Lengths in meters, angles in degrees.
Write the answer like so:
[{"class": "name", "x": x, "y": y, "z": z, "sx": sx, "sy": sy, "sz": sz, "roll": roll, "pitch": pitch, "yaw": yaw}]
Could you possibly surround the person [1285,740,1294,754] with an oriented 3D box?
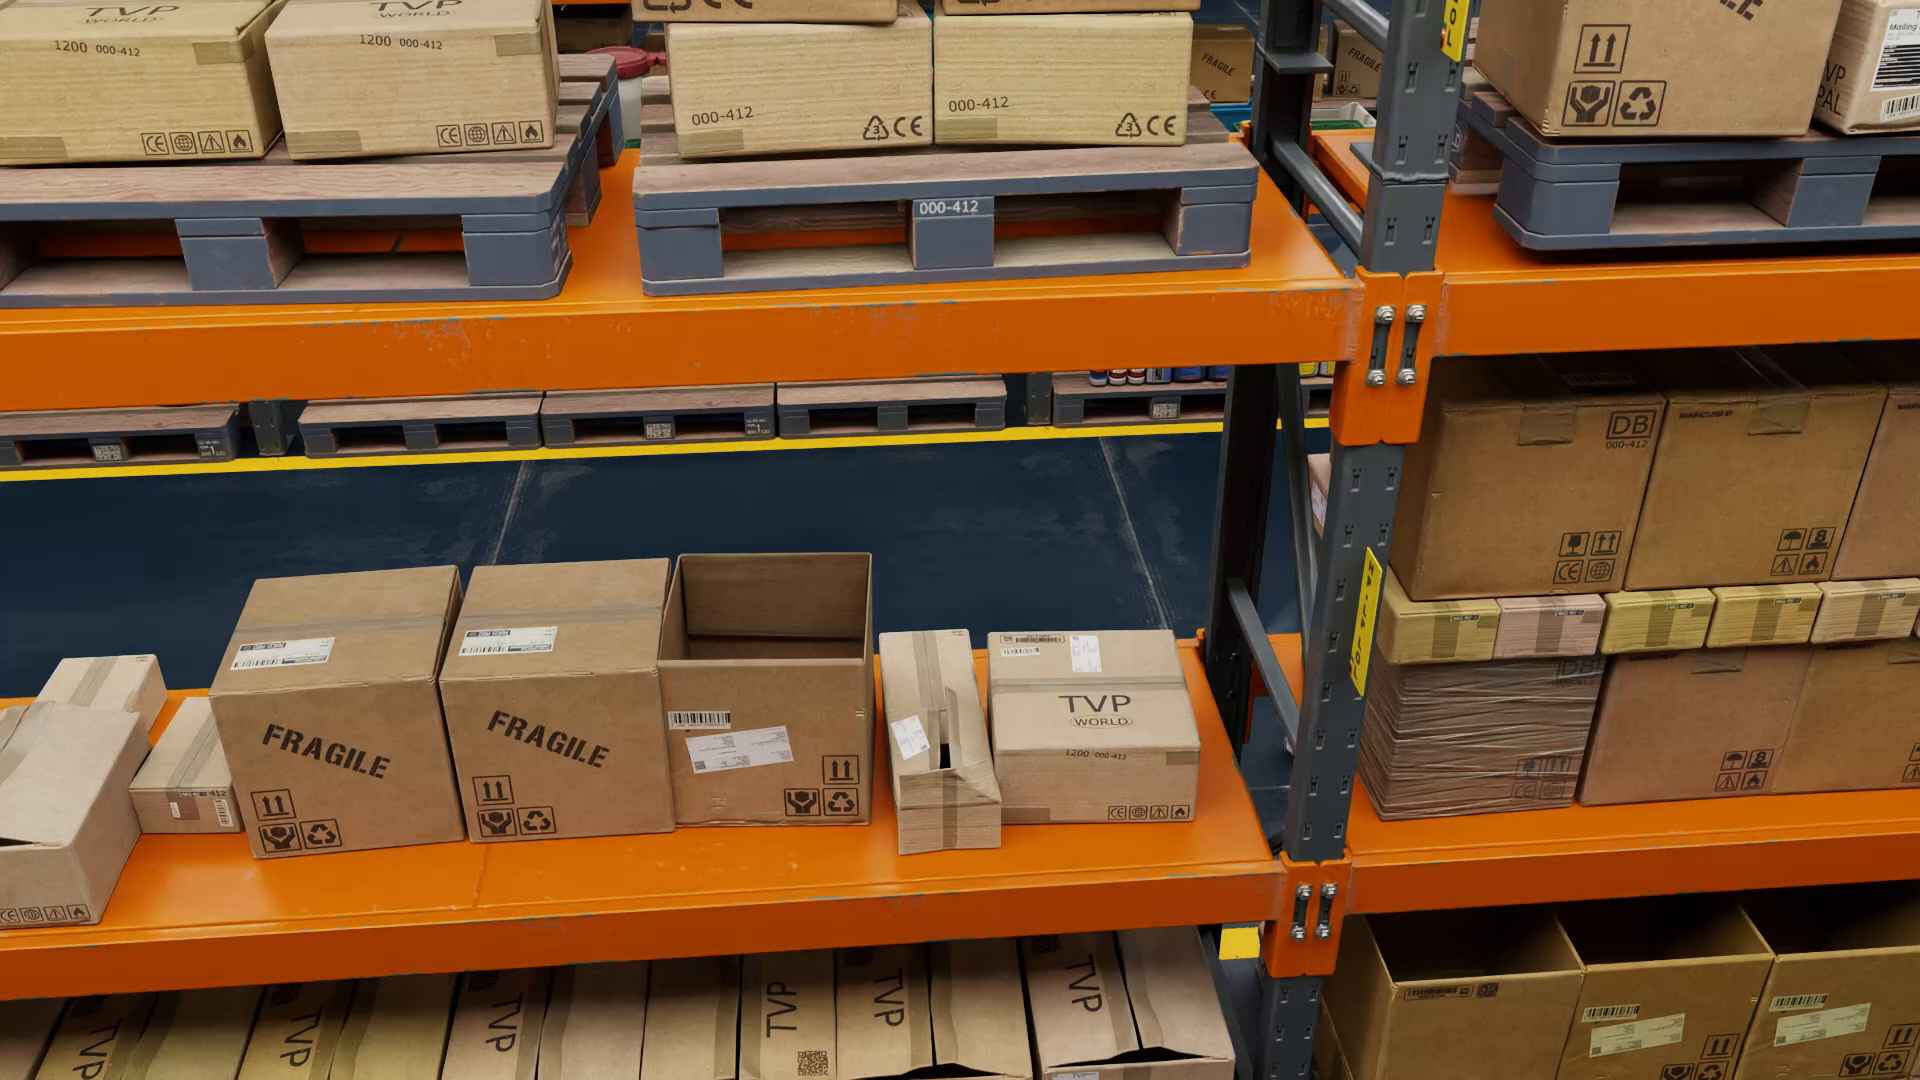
[{"class": "person", "x": 1.602, "y": 0.159, "z": 6.033, "sx": 0.637, "sy": 1.610, "sz": 0.738, "roll": -4, "pitch": 31, "yaw": -7}]
